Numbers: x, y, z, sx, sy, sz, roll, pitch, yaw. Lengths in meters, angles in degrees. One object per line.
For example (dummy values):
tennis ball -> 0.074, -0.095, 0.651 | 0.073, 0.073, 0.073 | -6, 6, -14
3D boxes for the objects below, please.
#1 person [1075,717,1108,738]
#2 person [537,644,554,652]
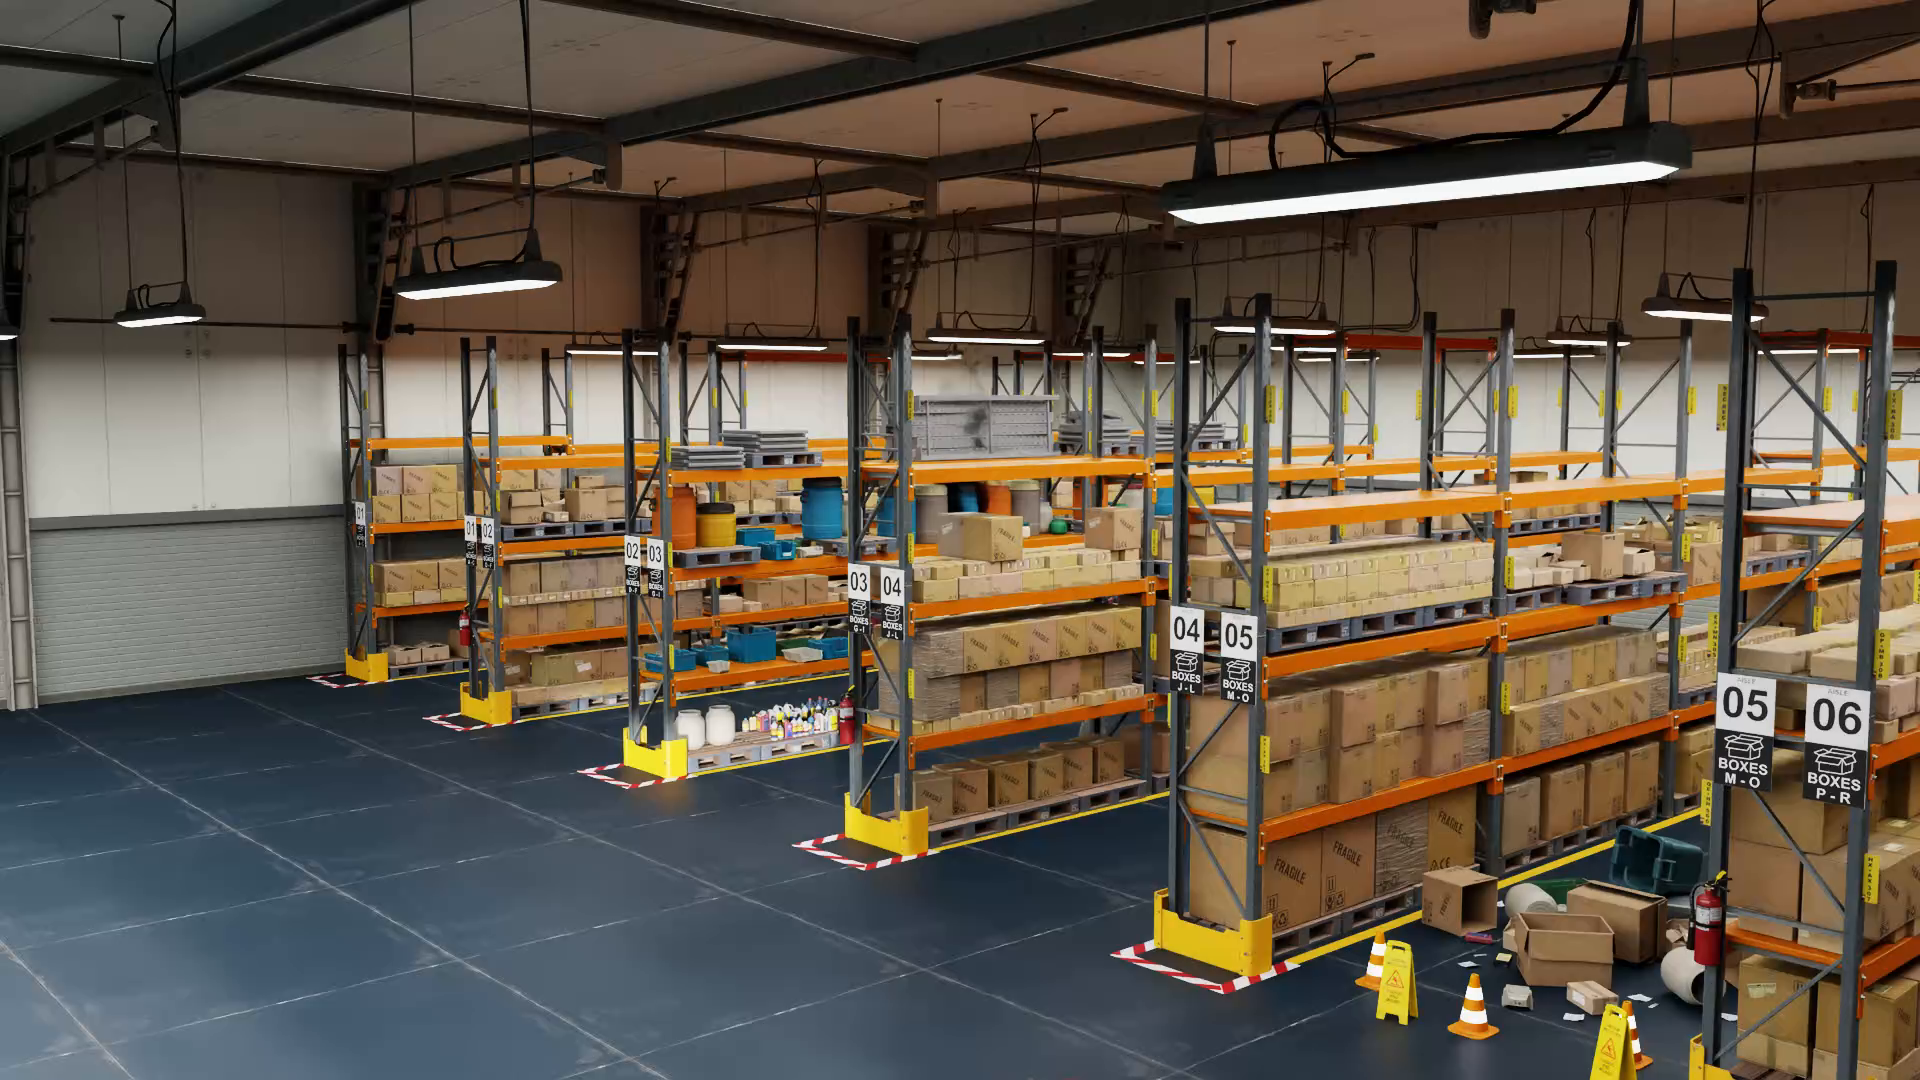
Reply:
person -> 1.812, 1.945, 23.172 | 0.617, 1.728, 0.862 | 5, 7, 42
person -> -7.050, 1.814, 28.543 | 0.505, 1.591, 0.667 | 4, 7, 40
